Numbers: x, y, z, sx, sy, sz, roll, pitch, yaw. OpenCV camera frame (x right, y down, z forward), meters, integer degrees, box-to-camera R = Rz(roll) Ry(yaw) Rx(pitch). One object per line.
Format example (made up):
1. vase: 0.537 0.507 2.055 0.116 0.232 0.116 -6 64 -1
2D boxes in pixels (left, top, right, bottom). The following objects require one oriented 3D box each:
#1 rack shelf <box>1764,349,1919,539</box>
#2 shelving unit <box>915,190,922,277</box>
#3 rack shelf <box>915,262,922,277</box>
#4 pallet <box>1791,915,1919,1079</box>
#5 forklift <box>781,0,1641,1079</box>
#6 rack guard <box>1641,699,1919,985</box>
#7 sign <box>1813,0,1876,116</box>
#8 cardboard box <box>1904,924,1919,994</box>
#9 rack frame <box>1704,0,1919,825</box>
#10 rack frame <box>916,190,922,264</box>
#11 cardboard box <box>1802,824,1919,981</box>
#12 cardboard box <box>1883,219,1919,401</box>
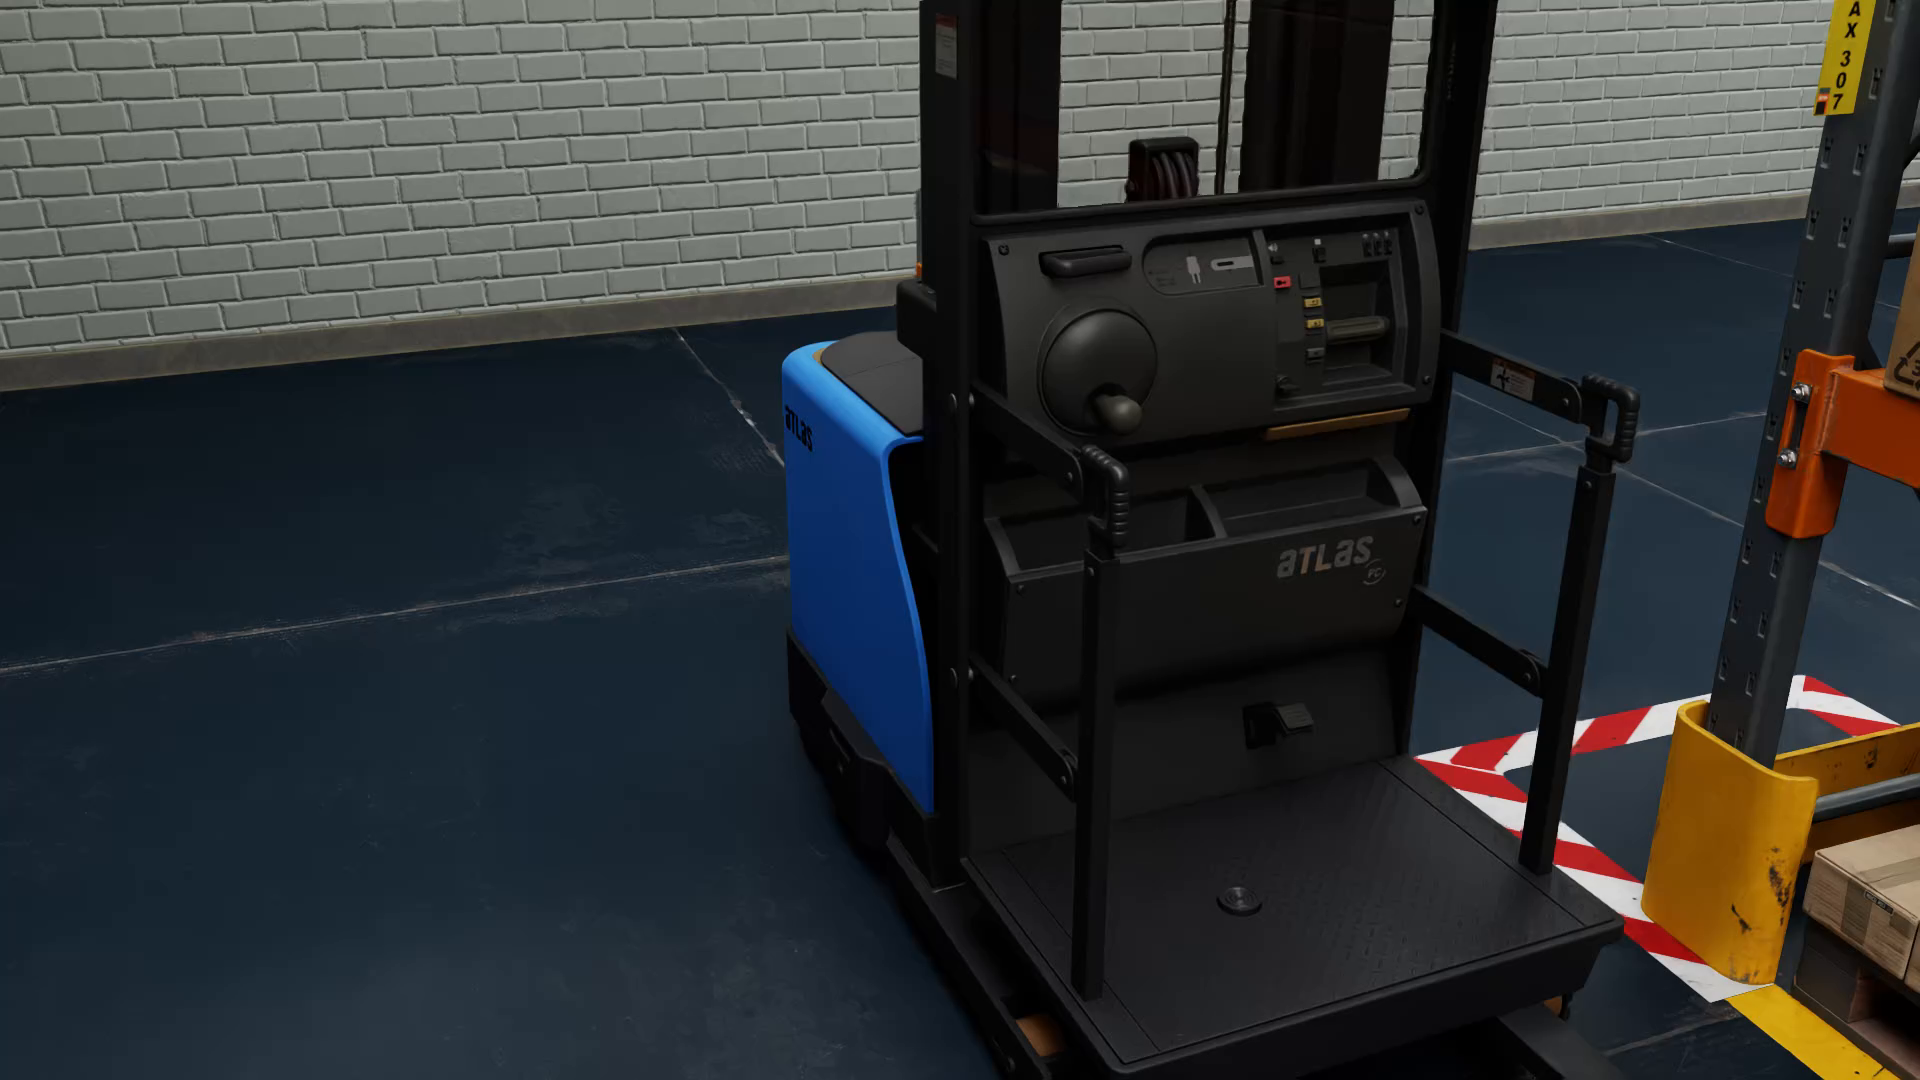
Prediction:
1. rack shelf: 2.811 0.455 1.735 1.077 0.370 4.000 -8 24 -19
2. shelving unit: 0.005 -0.548 5.504 0.258 1.200 0.189 -8 24 -19
3. rack shelf: 0.005 -0.838 5.382 0.258 0.103 0.180 -8 24 -19
4. pallet: 2.414 0.999 3.109 1.003 0.211 1.213 -8 24 -19
5. forklift: 0.576 -0.391 2.905 1.130 2.935 3.031 -9 25 -21
6. rack guard: 2.132 0.576 3.739 1.175 0.500 0.348 -8 24 -19
7. sign: 1.597 -0.928 2.975 0.100 0.325 0.005 -8 24 -19
8. cardboard box: 2.020 0.790 3.096 0.380 0.166 0.250 -8 24 -19
9. rack frame: 2.105 -0.603 3.319 1.000 3.000 0.127 -8 24 -19
10. rack frame: -0.027 -0.581 5.583 0.240 1.200 0.006 -8 24 -19
11. cardboard box: 1.931 0.707 3.315 0.380 0.149 0.250 -8 24 -19
12. cardboard box: 2.015 -0.452 2.832 0.500 0.500 0.500 -8 24 -18
